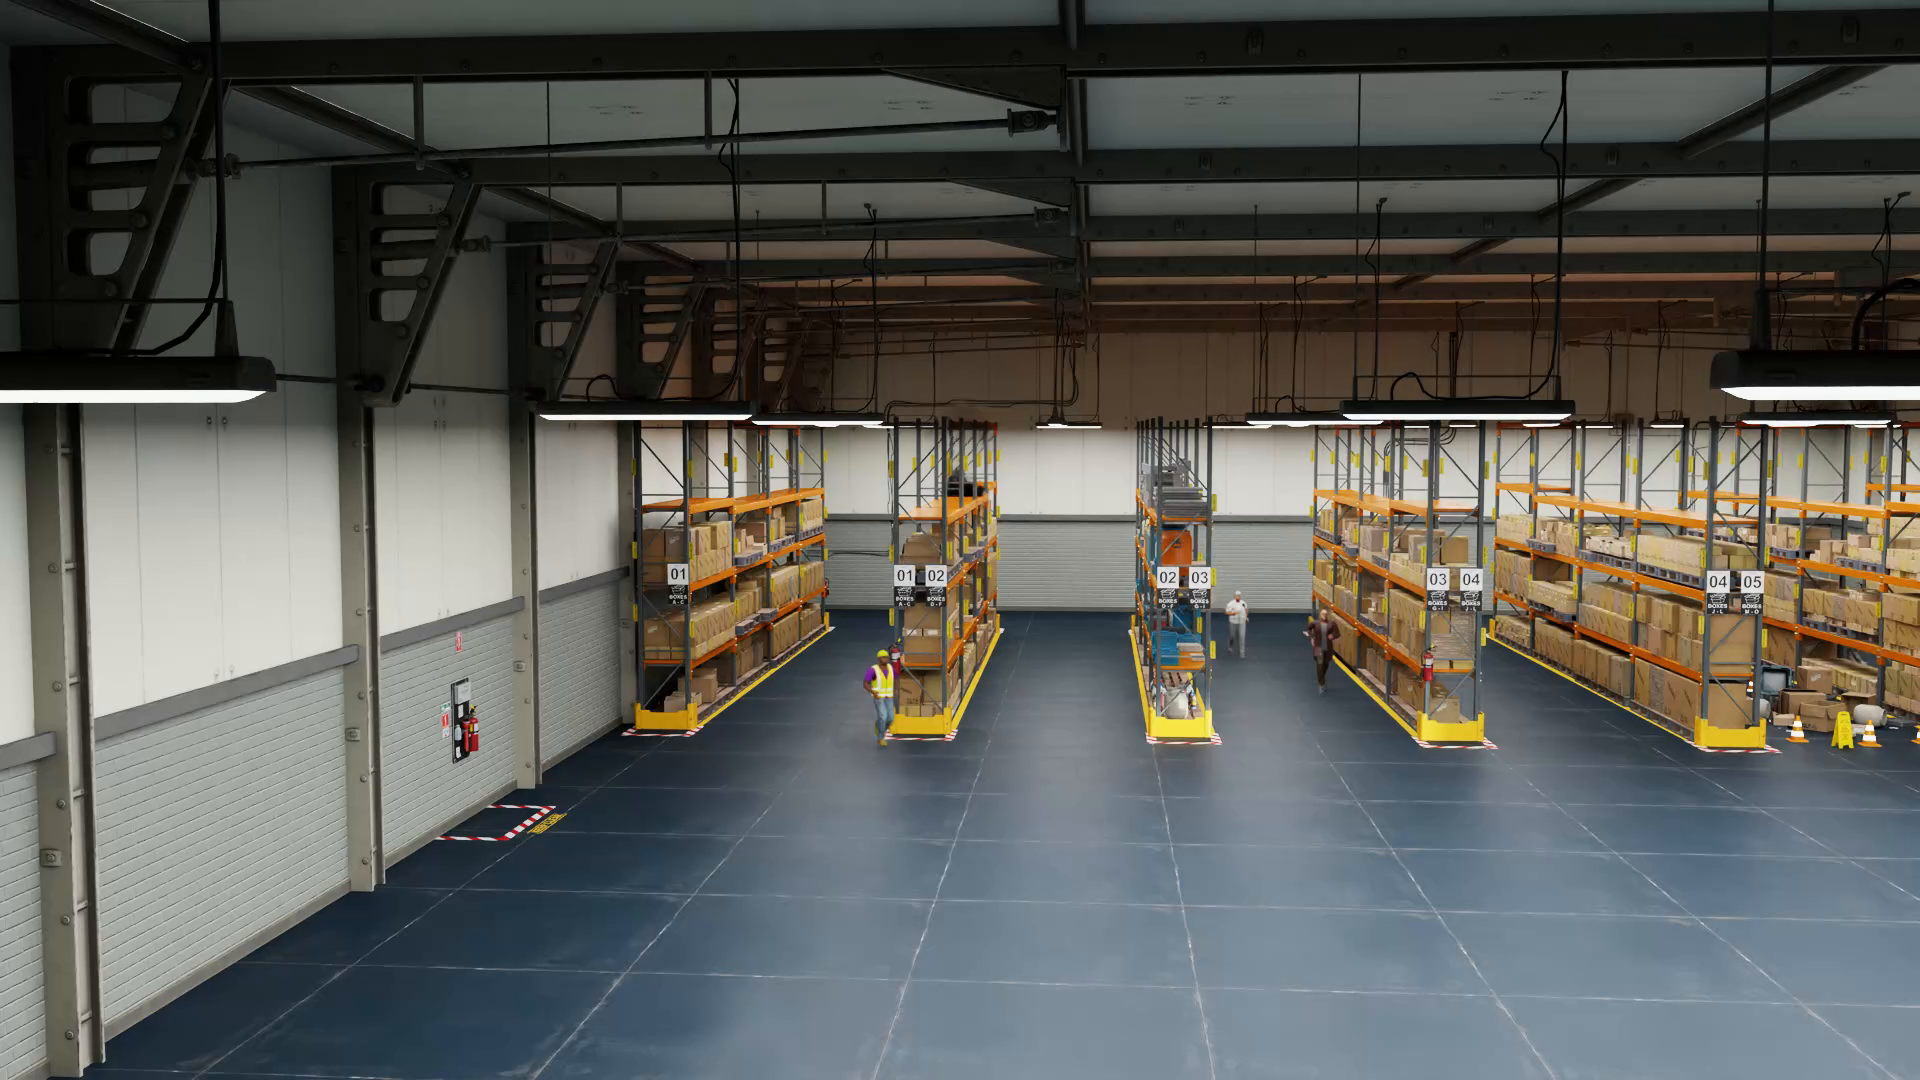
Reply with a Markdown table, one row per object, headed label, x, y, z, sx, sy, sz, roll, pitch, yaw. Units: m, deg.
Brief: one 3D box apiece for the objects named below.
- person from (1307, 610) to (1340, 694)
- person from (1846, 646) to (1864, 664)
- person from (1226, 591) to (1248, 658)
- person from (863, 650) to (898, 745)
| label | x | y | z | sx | sy | sz | roll | pitch | yaw |
| --- | --- | --- | --- | --- | --- | --- | --- | --- | --- |
| person | 8.054 | 2.446 | 36.815 | 0.668 | 1.836 | 1.088 | 0 | 4 | -1 |
| person | 21.216 | 2.378 | 39.398 | 0.546 | 1.562 | 0.496 | 0 | 4 | -1 |
| person | 7.051 | 2.118 | 42.243 | 0.607 | 1.651 | 0.941 | 0 | 4 | -2 |
| person | -1.447 | 2.873 | 30.548 | 0.739 | 1.729 | 0.610 | -3 | 4 | -34 |
